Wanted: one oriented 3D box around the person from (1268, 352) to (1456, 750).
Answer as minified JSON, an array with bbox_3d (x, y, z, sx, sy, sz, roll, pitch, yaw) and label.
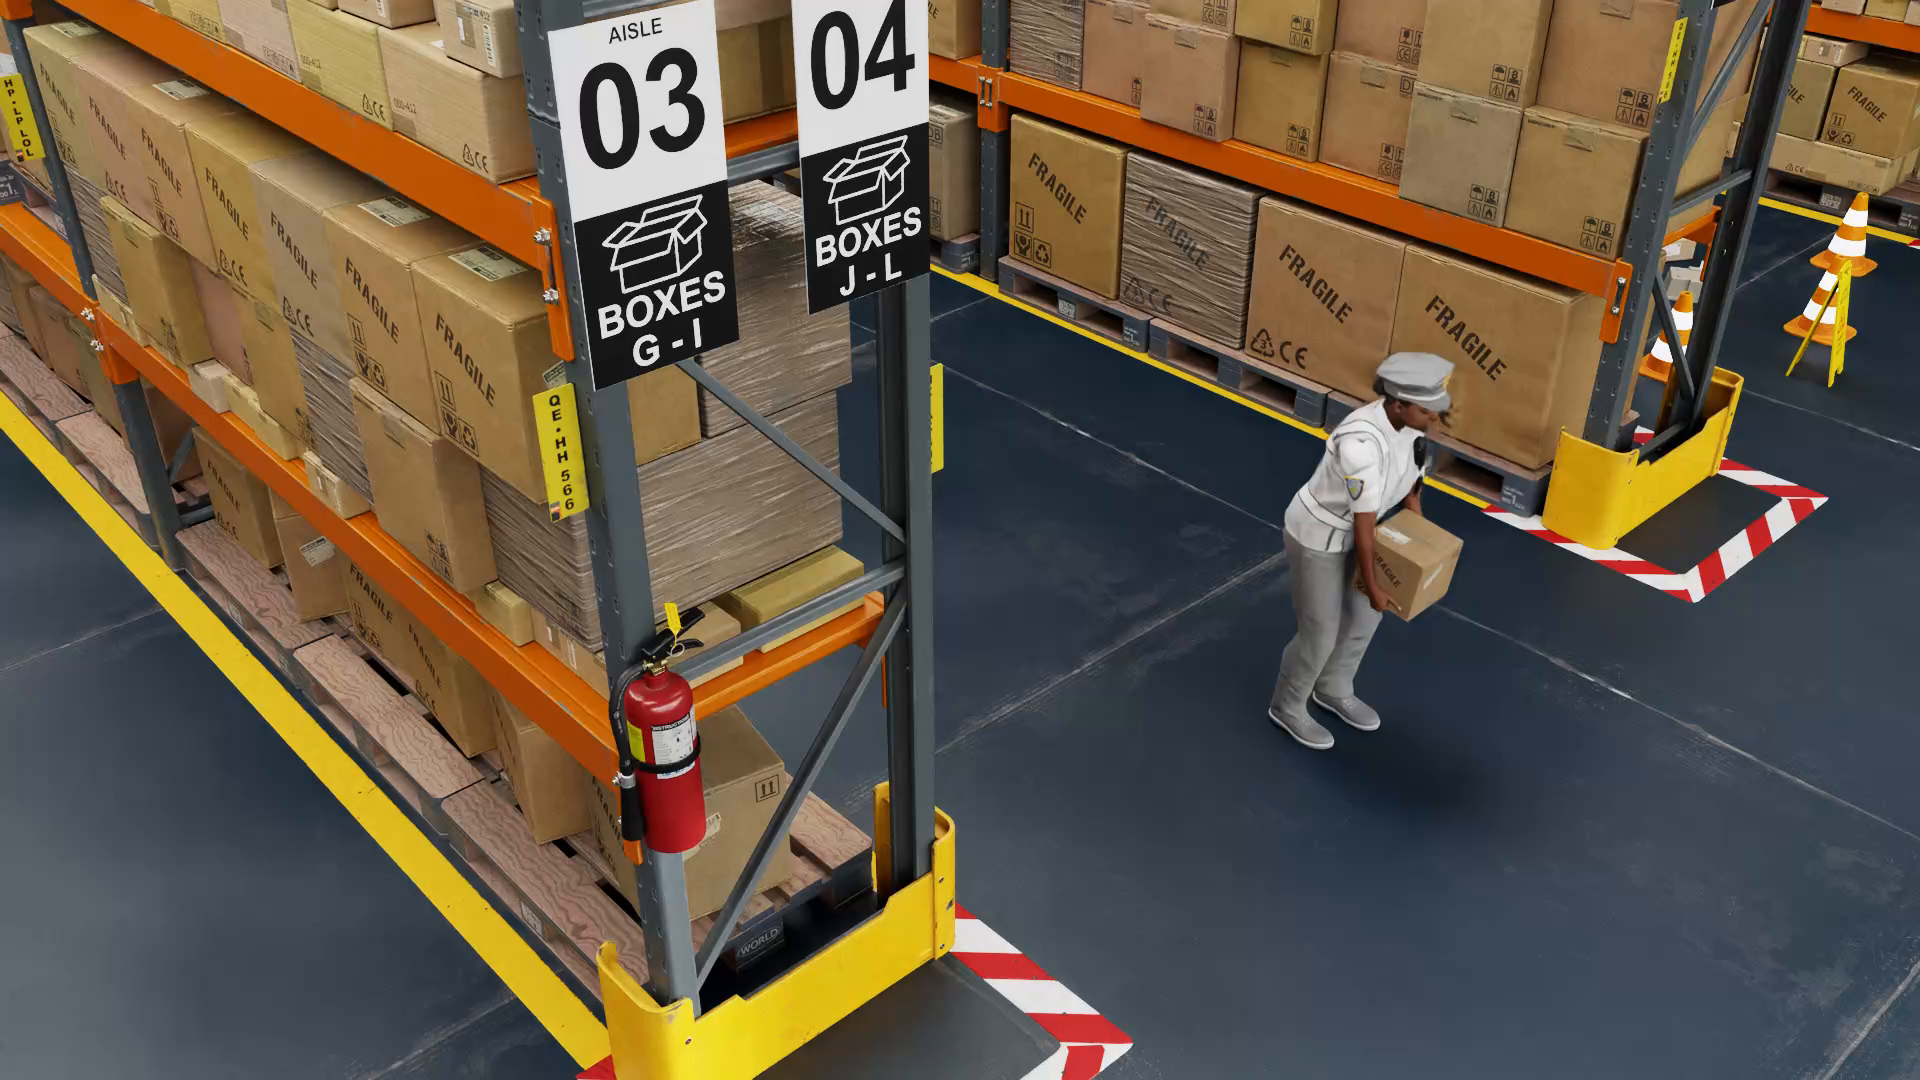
[{"bbox_3d":[1.470,0.043,6.114,0.414,1.623,0.561,-27,41,-36],"label":"person"}]
